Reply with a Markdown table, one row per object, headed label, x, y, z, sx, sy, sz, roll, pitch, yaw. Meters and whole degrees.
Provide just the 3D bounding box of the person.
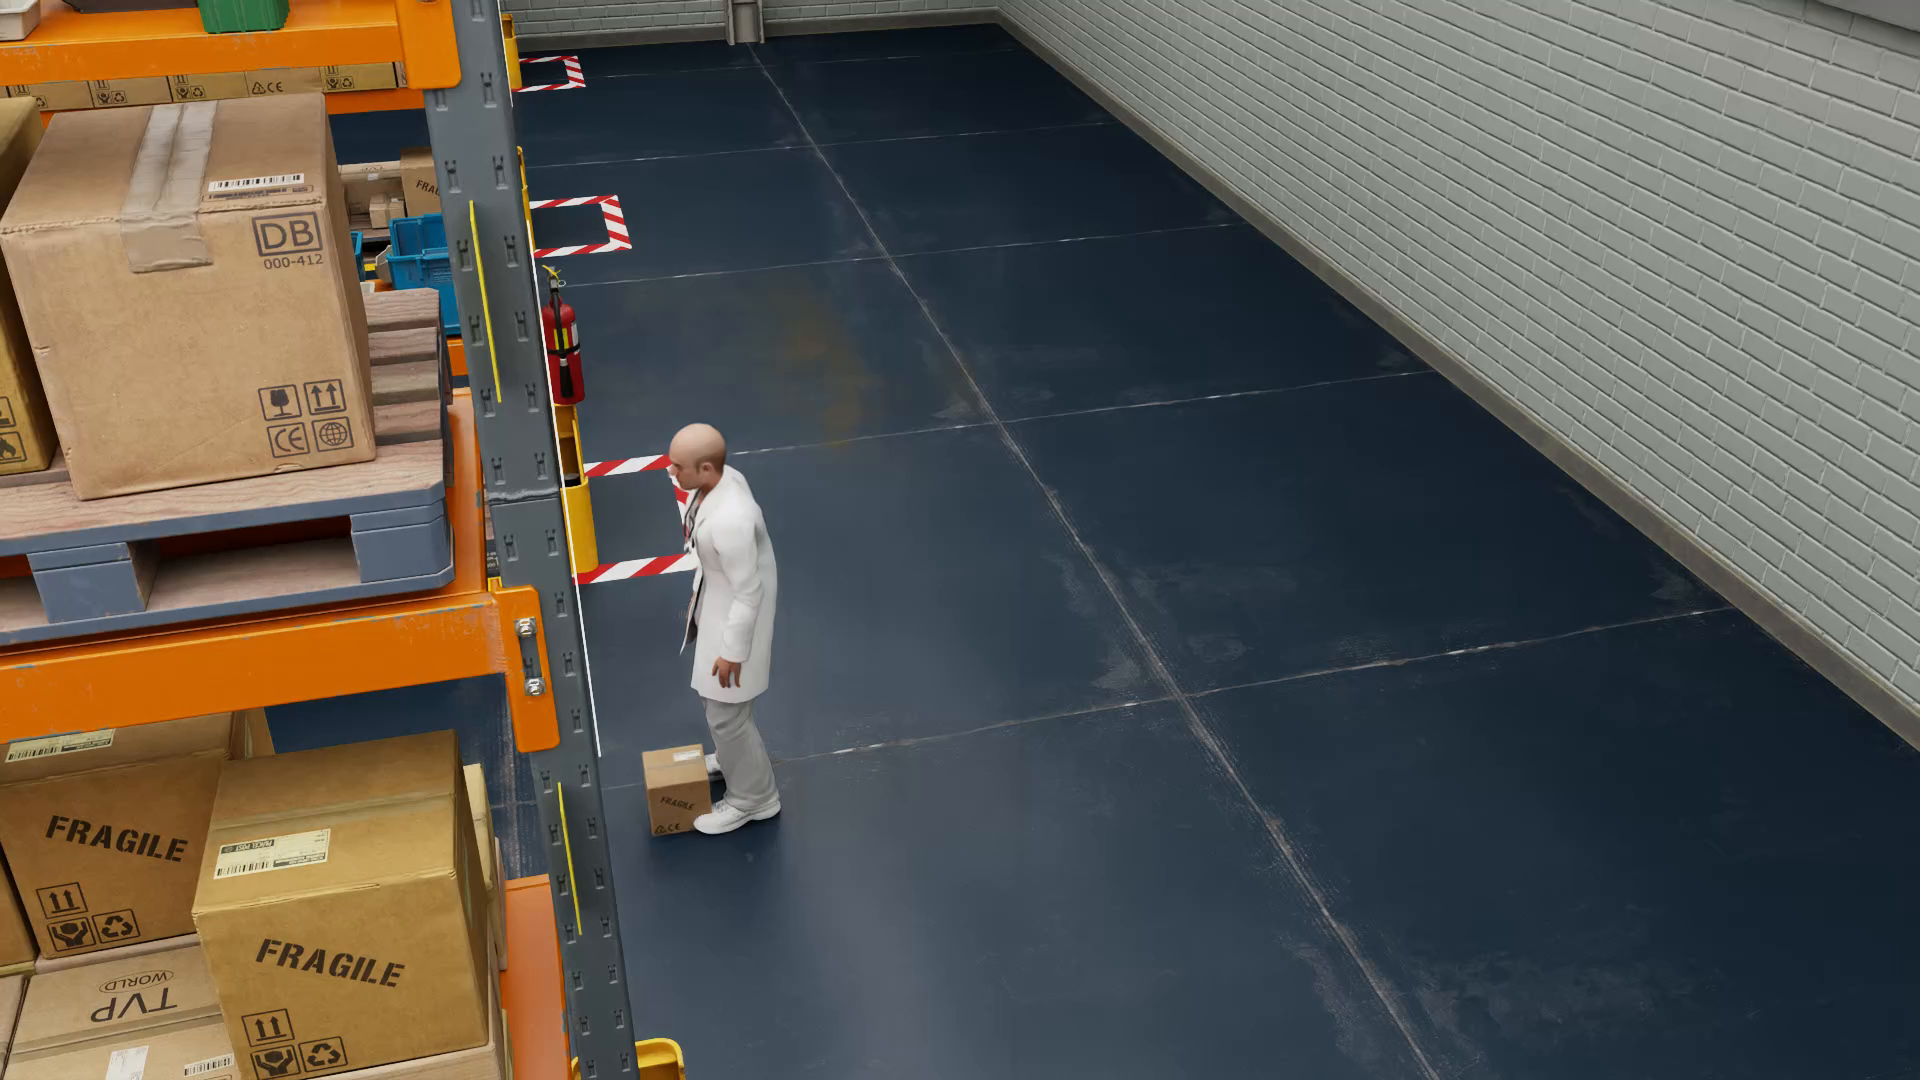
| label | x | y | z | sx | sy | sz | roll | pitch | yaw |
| --- | --- | --- | --- | --- | --- | --- | --- | --- | --- |
| person | -0.931 | 0.334 | 6.564 | 0.427 | 1.773 | 0.628 | -9 | 31 | -15 |
